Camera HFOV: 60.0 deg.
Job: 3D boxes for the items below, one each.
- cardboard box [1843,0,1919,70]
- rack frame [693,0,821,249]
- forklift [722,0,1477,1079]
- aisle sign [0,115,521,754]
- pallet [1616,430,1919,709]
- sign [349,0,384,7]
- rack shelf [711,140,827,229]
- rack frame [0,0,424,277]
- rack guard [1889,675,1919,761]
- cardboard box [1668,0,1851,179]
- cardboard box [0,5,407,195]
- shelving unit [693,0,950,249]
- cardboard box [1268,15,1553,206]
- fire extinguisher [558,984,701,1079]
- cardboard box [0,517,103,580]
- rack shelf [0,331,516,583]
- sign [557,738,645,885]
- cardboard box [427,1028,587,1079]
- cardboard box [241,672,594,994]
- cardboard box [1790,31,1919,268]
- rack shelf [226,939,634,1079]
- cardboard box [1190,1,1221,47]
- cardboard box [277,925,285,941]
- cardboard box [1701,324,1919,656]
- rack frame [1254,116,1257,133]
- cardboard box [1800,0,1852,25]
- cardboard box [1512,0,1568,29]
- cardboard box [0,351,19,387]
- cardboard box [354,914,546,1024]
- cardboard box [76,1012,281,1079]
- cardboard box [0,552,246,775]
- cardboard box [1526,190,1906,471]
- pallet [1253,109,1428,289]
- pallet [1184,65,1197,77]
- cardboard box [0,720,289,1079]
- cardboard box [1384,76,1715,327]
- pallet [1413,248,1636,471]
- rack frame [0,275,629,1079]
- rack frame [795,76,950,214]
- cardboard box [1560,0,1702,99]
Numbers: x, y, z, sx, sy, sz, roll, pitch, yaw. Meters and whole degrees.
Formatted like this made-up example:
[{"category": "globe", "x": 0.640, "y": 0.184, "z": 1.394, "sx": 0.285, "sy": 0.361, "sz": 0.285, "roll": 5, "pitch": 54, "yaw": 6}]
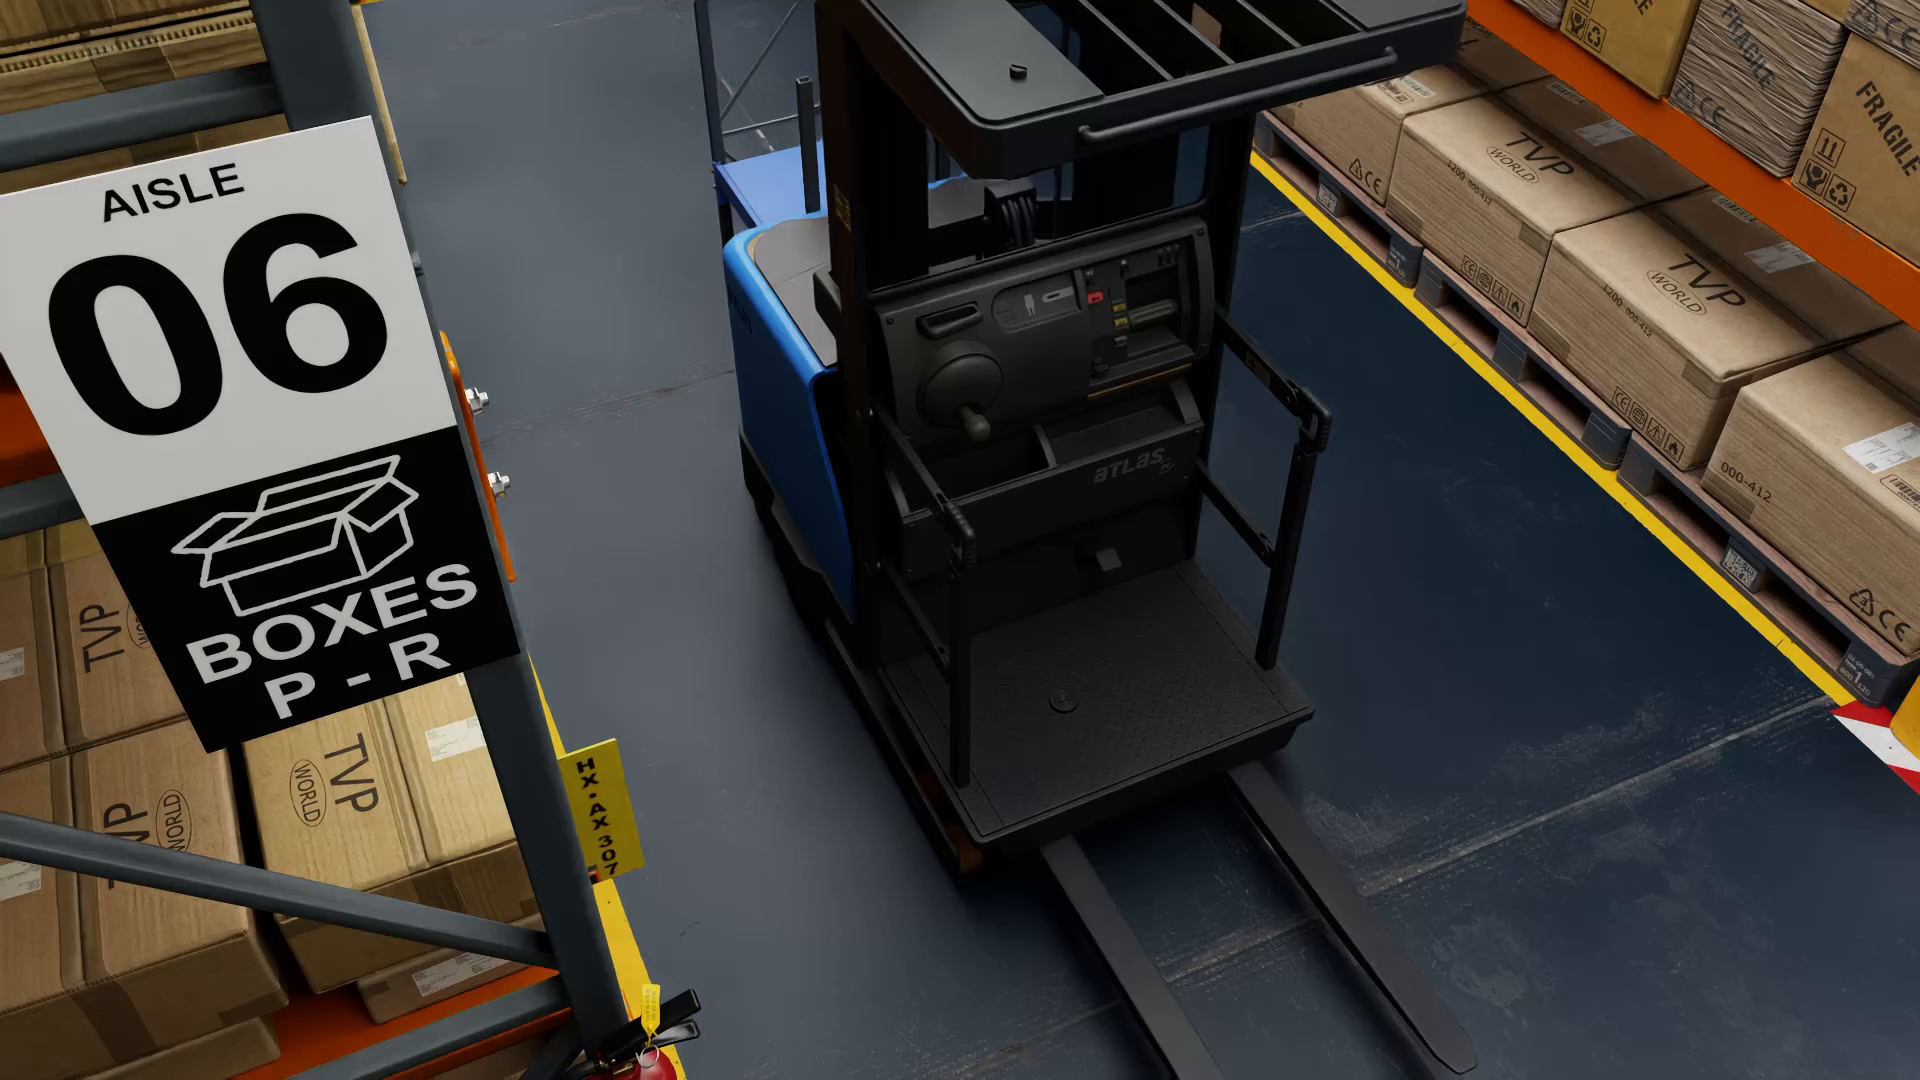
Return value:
[{"category": "cardboard box", "x": 2.789, "y": -1.527, "z": 4.379, "sx": 0.500, "sy": 0.500, "sz": 0.500, "roll": -18, "pitch": 47, "yaw": -17}, {"category": "rack frame", "x": -0.703, "y": -1.571, "z": 6.274, "sx": 0.500, "sy": 1.500, "sz": 0.032, "roll": -19, "pitch": 48, "yaw": -18}, {"category": "forklift", "x": 0.331, "y": -0.444, "z": 4.113, "sx": 1.130, "sy": 2.935, "sz": 3.031, "roll": -19, "pitch": 48, "yaw": -18}, {"category": "aisle sign", "x": -0.753, "y": -0.075, "z": 1.839, "sx": 0.394, "sy": 0.787, "sz": 0.004, "roll": -18, "pitch": 47, "yaw": -17}, {"category": "pallet", "x": 3.047, "y": -0.068, "z": 5.669, "sx": 1.003, "sy": 0.211, "sz": 1.213, "roll": -18, "pitch": 47, "yaw": -17}, {"category": "sign", "x": -0.556, "y": -0.645, "z": 1.511, "sx": 0.100, "sy": 0.325, "sz": 0.005, "roll": -18, "pitch": 47, "yaw": -17}, {"category": "rack shelf", "x": -0.485, "y": -1.120, "z": 6.074, "sx": 0.538, "sy": 0.185, "sz": 1.000, "roll": -19, "pitch": 48, "yaw": -18}, {"category": "rack frame", "x": -1.048, "y": -1.242, "z": 0.602, "sx": 1.000, "sy": 3.000, "sz": 0.127, "roll": -18, "pitch": 47, "yaw": -17}, {"category": "rack guard", "x": 3.464, "y": 0.331, "z": 5.059, "sx": 1.175, "sy": 0.500, "sz": 0.348, "roll": -18, "pitch": 47, "yaw": -17}, {"category": "cardboard box", "x": 2.588, "y": -1.489, "z": 5.052, "sx": 0.500, "sy": 0.500, "sz": 0.500, "roll": -17, "pitch": 47, "yaw": -16}, {"category": "cardboard box", "x": -0.987, "y": -0.590, "z": 1.972, "sx": 0.500, "sy": 0.250, "sz": 0.500, "roll": -19, "pitch": 48, "yaw": -18}, {"category": "shelving unit", "x": -0.485, "y": -1.248, "z": 5.947, "sx": 0.538, "sy": 1.500, "sz": 1.048, "roll": -19, "pitch": 48, "yaw": -18}, {"category": "cardboard box", "x": 1.938, "y": -1.929, "z": 7.095, "sx": 0.875, "sy": 0.438, "sz": 0.875, "roll": -19, "pitch": 48, "yaw": -18}, {"category": "fire extinguisher", "x": -0.567, "y": 1.011, "z": 2.910, "sx": 0.296, "sy": 0.674, "sz": 0.183, "roll": -18, "pitch": 47, "yaw": -17}, {"category": "cardboard box", "x": -1.902, "y": -0.019, "z": 3.529, "sx": 0.500, "sy": 0.250, "sz": 0.500, "roll": -17, "pitch": 47, "yaw": -16}, {"category": "rack shelf", "x": -1.889, "y": -1.192, "z": 3.199, "sx": 1.077, "sy": 0.370, "sz": 4.000, "roll": -18, "pitch": 47, "yaw": -17}, {"category": "sign", "x": -0.556, "y": 0.425, "z": 2.567, "sx": 0.100, "sy": 0.325, "sz": 0.005, "roll": -18, "pitch": 47, "yaw": -17}, {"category": "cardboard box", "x": -1.219, "y": 1.215, "z": 3.861, "sx": 0.797, "sy": 0.503, "sz": 0.637, "roll": -20, "pitch": 48, "yaw": -19}, {"category": "cardboard box", "x": -0.995, "y": 0.473, "z": 3.030, "sx": 0.500, "sy": 0.250, "sz": 0.500, "roll": -18, "pitch": 47, "yaw": -17}, {"category": "cardboard box", "x": 2.813, "y": -1.164, "z": 4.722, "sx": 0.500, "sy": 0.500, "sz": 0.500, "roll": -19, "pitch": 48, "yaw": -18}, {"category": "rack shelf", "x": -1.889, "y": -0.125, "z": 4.253, "sx": 1.077, "sy": 0.370, "sz": 4.000, "roll": -18, "pitch": 47, "yaw": -17}, {"category": "cardboard box", "x": 1.439, "y": -2.888, "z": 7.755, "sx": 0.875, "sy": 0.875, "sz": 0.875, "roll": -17, "pitch": 47, "yaw": -16}, {"category": "cardboard box", "x": -1.482, "y": 0.671, "z": 3.113, "sx": 0.380, "sy": 0.149, "sz": 0.250, "roll": -17, "pitch": 47, "yaw": -16}, {"category": "cardboard box", "x": 3.085, "y": -0.203, "z": 5.345, "sx": 0.875, "sy": 0.438, "sz": 0.875, "roll": -20, "pitch": 48, "yaw": -19}, {"category": "rack frame", "x": 1.772, "y": -3.124, "z": 6.780, "sx": 1.000, "sy": 3.000, "sz": 0.127, "roll": -18, "pitch": 47, "yaw": -17}, {"category": "cardboard box", "x": 2.584, "y": -1.843, "z": 4.700, "sx": 0.500, "sy": 0.500, "sz": 0.500, "roll": -18, "pitch": 47, "yaw": -18}, {"category": "cardboard box", "x": 2.143, "y": -2.142, "z": 5.714, "sx": 0.500, "sy": 0.500, "sz": 0.500, "roll": -18, "pitch": 47, "yaw": -17}, {"category": "cardboard box", "x": -0.971, "y": -0.356, "z": 2.019, "sx": 0.380, "sy": 0.149, "sz": 0.250, "roll": -17, "pitch": 47, "yaw": -17}, {"category": "cardboard box", "x": -0.938, "y": 0.693, "z": 3.091, "sx": 0.380, "sy": 0.149, "sz": 0.250, "roll": -18, "pitch": 48, "yaw": -18}, {"category": "cardboard box", "x": -1.431, "y": 0.851, "z": 2.931, "sx": 0.380, "sy": 0.149, "sz": 0.250, "roll": -19, "pitch": 48, "yaw": -18}, {"category": "cardboard box", "x": -1.698, "y": 0.298, "z": 3.208, "sx": 0.500, "sy": 0.250, "sz": 0.500, "roll": -18, "pitch": 47, "yaw": -17}, {"category": "cardboard box", "x": 2.693, "y": -0.784, "z": 5.934, "sx": 0.875, "sy": 0.438, "sz": 0.875, "roll": -17, "pitch": 47, "yaw": -16}, {"category": "pallet", "x": 2.021, "y": -1.623, "z": 7.245, "sx": 1.003, "sy": 0.211, "sz": 1.213, "roll": -18, "pitch": 47, "yaw": -17}, {"category": "pallet", "x": 1.379, "y": -2.600, "z": 8.235, "sx": 1.003, "sy": 0.211, "sz": 1.213, "roll": -18, "pitch": 47, "yaw": -17}, {"category": "cardboard box", "x": -1.483, "y": 0.626, "z": 2.874, "sx": 0.500, "sy": 0.250, "sz": 0.500, "roll": -17, "pitch": 47, "yaw": -16}, {"category": "cardboard box", "x": 2.315, "y": -1.359, "z": 6.517, "sx": 0.875, "sy": 0.438, "sz": 0.875, "roll": -19, "pitch": 48, "yaw": -19}, {"category": "pallet", "x": 2.537, "y": -0.845, "z": 6.456, "sx": 1.003, "sy": 0.211, "sz": 1.213, "roll": -18, "pitch": 47, "yaw": -17}, {"category": "rack frame", "x": -1.048, "y": 0.894, "z": 2.709, "sx": 1.000, "sy": 3.000, "sz": 0.127, "roll": -18, "pitch": 47, "yaw": -17}, {"category": "rack frame", "x": -0.266, "y": -0.926, "z": 5.621, "sx": 0.500, "sy": 1.500, "sz": 0.032, "roll": -19, "pitch": 48, "yaw": -18}, {"category": "cardboard box", "x": 2.359, "y": -1.814, "z": 5.381, "sx": 0.500, "sy": 0.500, "sz": 0.500, "roll": -17, "pitch": 47, "yaw": -16}]
